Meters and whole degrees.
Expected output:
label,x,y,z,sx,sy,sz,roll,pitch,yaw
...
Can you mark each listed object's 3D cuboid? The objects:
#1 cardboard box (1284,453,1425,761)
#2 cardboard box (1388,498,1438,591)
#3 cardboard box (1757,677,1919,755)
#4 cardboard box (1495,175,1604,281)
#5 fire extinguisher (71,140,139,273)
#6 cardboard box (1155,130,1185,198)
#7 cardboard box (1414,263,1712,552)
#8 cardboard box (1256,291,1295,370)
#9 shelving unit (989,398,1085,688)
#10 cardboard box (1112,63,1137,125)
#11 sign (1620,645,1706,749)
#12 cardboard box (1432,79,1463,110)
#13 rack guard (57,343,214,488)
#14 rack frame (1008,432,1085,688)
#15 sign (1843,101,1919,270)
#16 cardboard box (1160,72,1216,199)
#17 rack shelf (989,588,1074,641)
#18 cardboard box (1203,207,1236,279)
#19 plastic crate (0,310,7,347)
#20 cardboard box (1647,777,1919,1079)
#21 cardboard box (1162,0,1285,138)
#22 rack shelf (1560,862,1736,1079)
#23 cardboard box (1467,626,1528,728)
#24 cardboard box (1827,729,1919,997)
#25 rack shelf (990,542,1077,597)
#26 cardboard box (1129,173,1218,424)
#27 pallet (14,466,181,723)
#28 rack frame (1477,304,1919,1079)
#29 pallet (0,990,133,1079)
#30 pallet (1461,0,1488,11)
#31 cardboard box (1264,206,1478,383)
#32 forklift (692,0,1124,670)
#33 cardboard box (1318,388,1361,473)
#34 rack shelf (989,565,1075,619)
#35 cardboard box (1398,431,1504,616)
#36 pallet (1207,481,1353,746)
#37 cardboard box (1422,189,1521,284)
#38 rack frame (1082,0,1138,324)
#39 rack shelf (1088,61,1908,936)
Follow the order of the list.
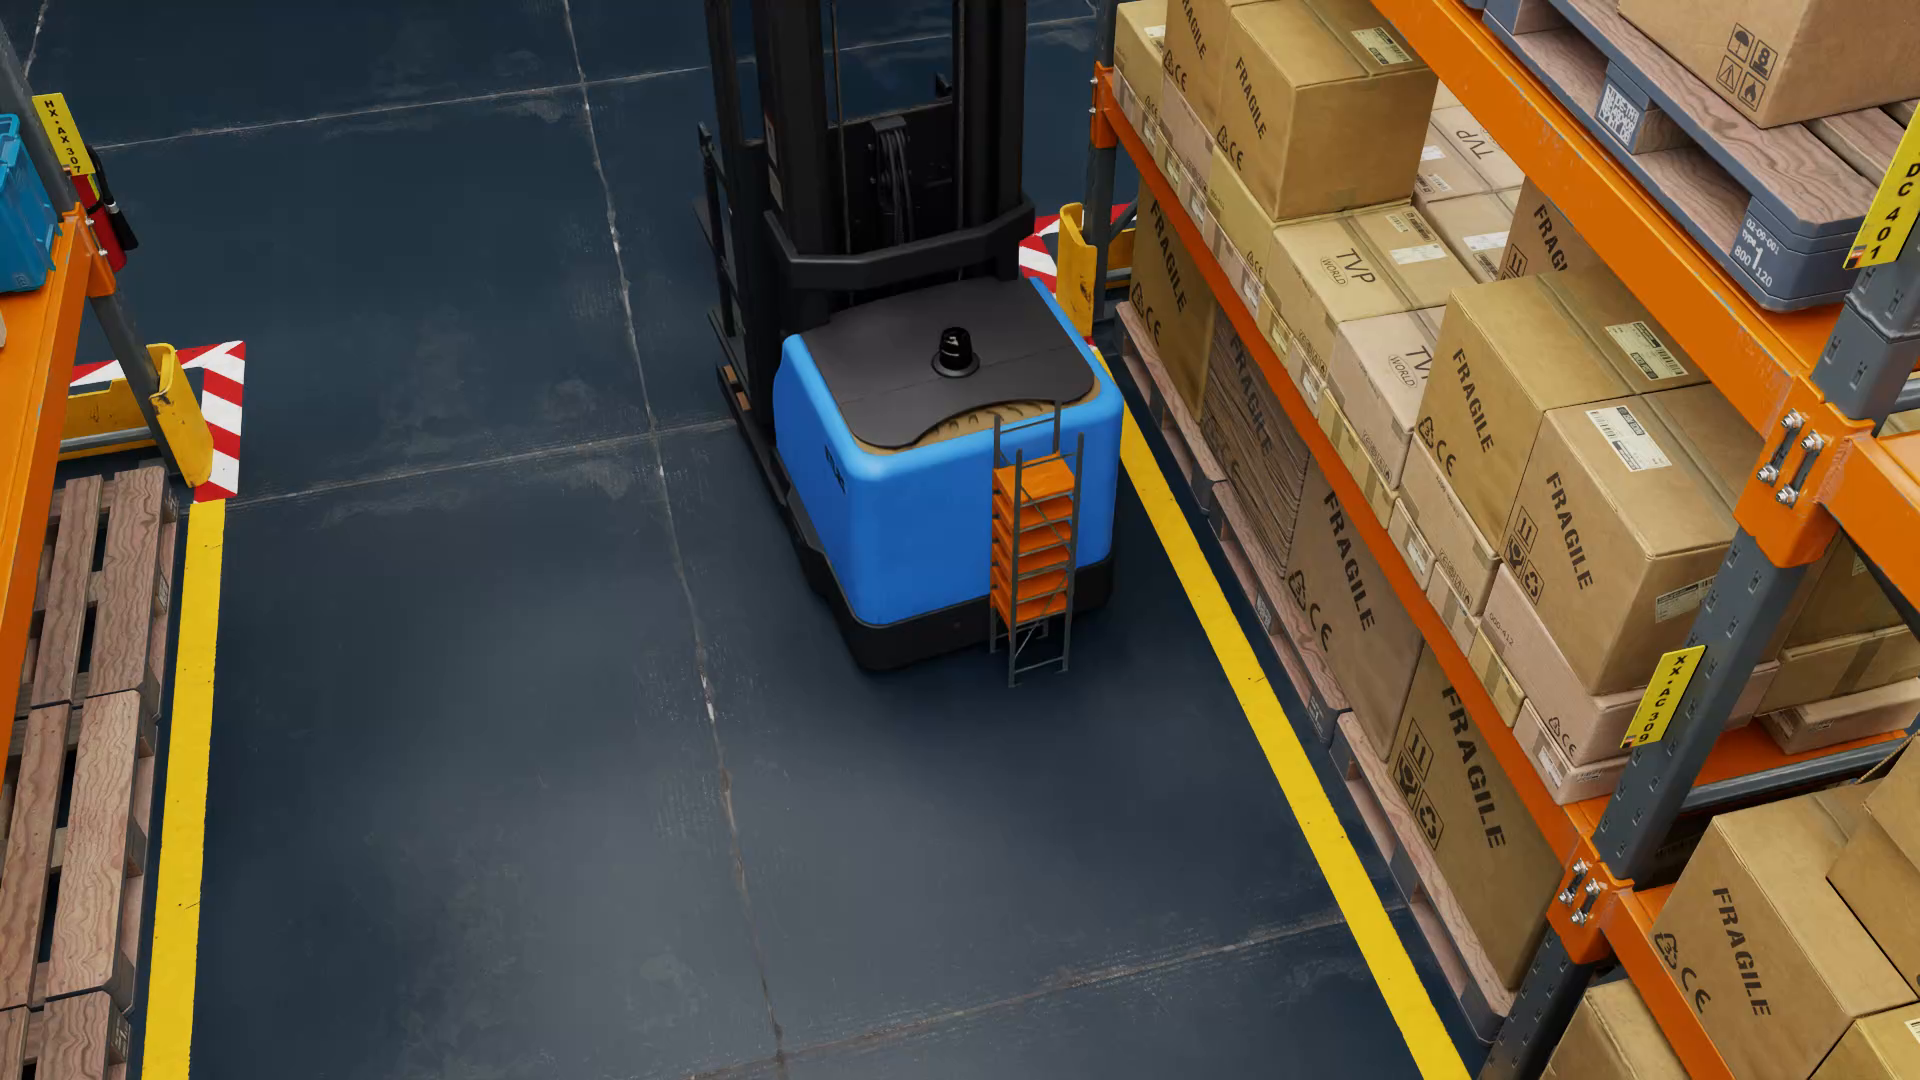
label,x,y,z,sx,sy,sz,roll,pitch,yaw
cardboard box,1.753,0.081,5.764,0.875,0.875,0.875,-11,47,-10
cardboard box,1.483,-0.019,4.845,0.380,0.149,0.250,-10,46,-10
cardboard box,2.321,0.399,4.435,0.380,0.149,0.250,-11,47,-10
cardboard box,1.943,-0.815,4.821,0.500,0.500,0.500,-12,47,-12
fire extinguisher,-3.336,-1.310,6.249,0.296,0.674,0.183,-11,47,-10
cardboard box,0.956,-1.439,6.236,0.380,0.149,0.250,-12,47,-11
cardboard box,1.575,-0.353,4.368,0.500,0.500,0.500,-10,46,-10
cardboard box,1.218,-0.731,5.542,0.380,0.149,0.250,-12,47,-11
shelving unit,0.259,0.041,5.870,0.258,1.200,0.189,-16,48,-15
cardboard box,0.823,-1.792,6.582,0.380,0.149,0.250,-10,46,-10
sign,1.539,0.348,3.647,0.100,0.325,0.005,-11,47,-10
cardboard box,1.561,-1.601,6.115,0.500,0.250,0.500,-11,47,-11
rack guard,-3.756,-0.419,6.811,1.175,0.500,0.348,-11,47,-10
rack frame,0.293,0.102,5.810,0.240,1.200,0.006,-16,48,-15
sign,1.539,-0.580,2.701,0.100,0.325,0.005,-11,47,-10
cardboard box,1.052,-1.499,6.015,0.500,0.250,0.500,-11,47,-11
rack shelf,0.259,0.240,6.073,0.258,0.103,0.180,-16,48,-15
cardboard box,1.088,-1.083,5.887,0.380,0.149,0.250,-12,47,-11
plastic crate,-3.353,-0.679,5.458,0.396,0.136,0.243,-11,47,-10
cardboard box,1.951,0.904,3.694,0.500,0.500,0.500,-11,47,-10
cardboard box,1.041,-1.774,5.760,0.500,0.500,0.500,-12,47,-11
rack shelf,2.587,2.209,2.989,1.077,0.370,4.000,-11,47,-10
cardboard box,1.614,0.335,4.497,0.380,0.149,0.250,-10,46,-10
cardboard box,2.247,0.629,3.261,0.797,0.503,0.637,-12,47,-11
rack shelf,0.259,0.072,5.902,0.258,0.103,0.180,-16,48,-15
cardboard box,1.292,-1.162,6.982,0.875,0.875,0.875,-11,47,-10
pallet,-3.563,0.272,6.335,1.003,0.211,1.213,-11,47,-10
rack frame,2.075,0.576,4.085,1.000,3.000,0.127,-11,47,-10
pallet,-2.939,1.957,4.684,1.003,0.211,1.213,-11,47,-10
pallet,1.567,-1.850,4.425,1.003,0.211,1.213,-11,47,-10
cardboard box,1.316,-0.792,5.323,0.500,0.250,0.500,-12,47,-11
forklift,-0.426,-1.612,6.277,1.130,2.935,3.031,-16,48,-15
cardboard box,1.351,-0.374,5.192,0.380,0.149,0.250,-11,47,-11
rack shelf,0.259,0.156,5.987,0.258,0.103,0.180,-16,48,-15
cardboard box,1.574,-0.089,4.634,0.500,0.250,0.500,-9,46,-9
pallet,1.640,0.169,6.437,1.003,0.211,1.213,-11,47,-10
cardboard box,1.829,-0.891,5.419,0.500,0.250,0.500,-11,47,-10
rack frame,1.051,-2.186,6.792,1.000,3.000,0.127,-11,47,-10
rack shelf,1.563,-0.553,5.695,1.077,0.370,4.000,-11,47,-10
